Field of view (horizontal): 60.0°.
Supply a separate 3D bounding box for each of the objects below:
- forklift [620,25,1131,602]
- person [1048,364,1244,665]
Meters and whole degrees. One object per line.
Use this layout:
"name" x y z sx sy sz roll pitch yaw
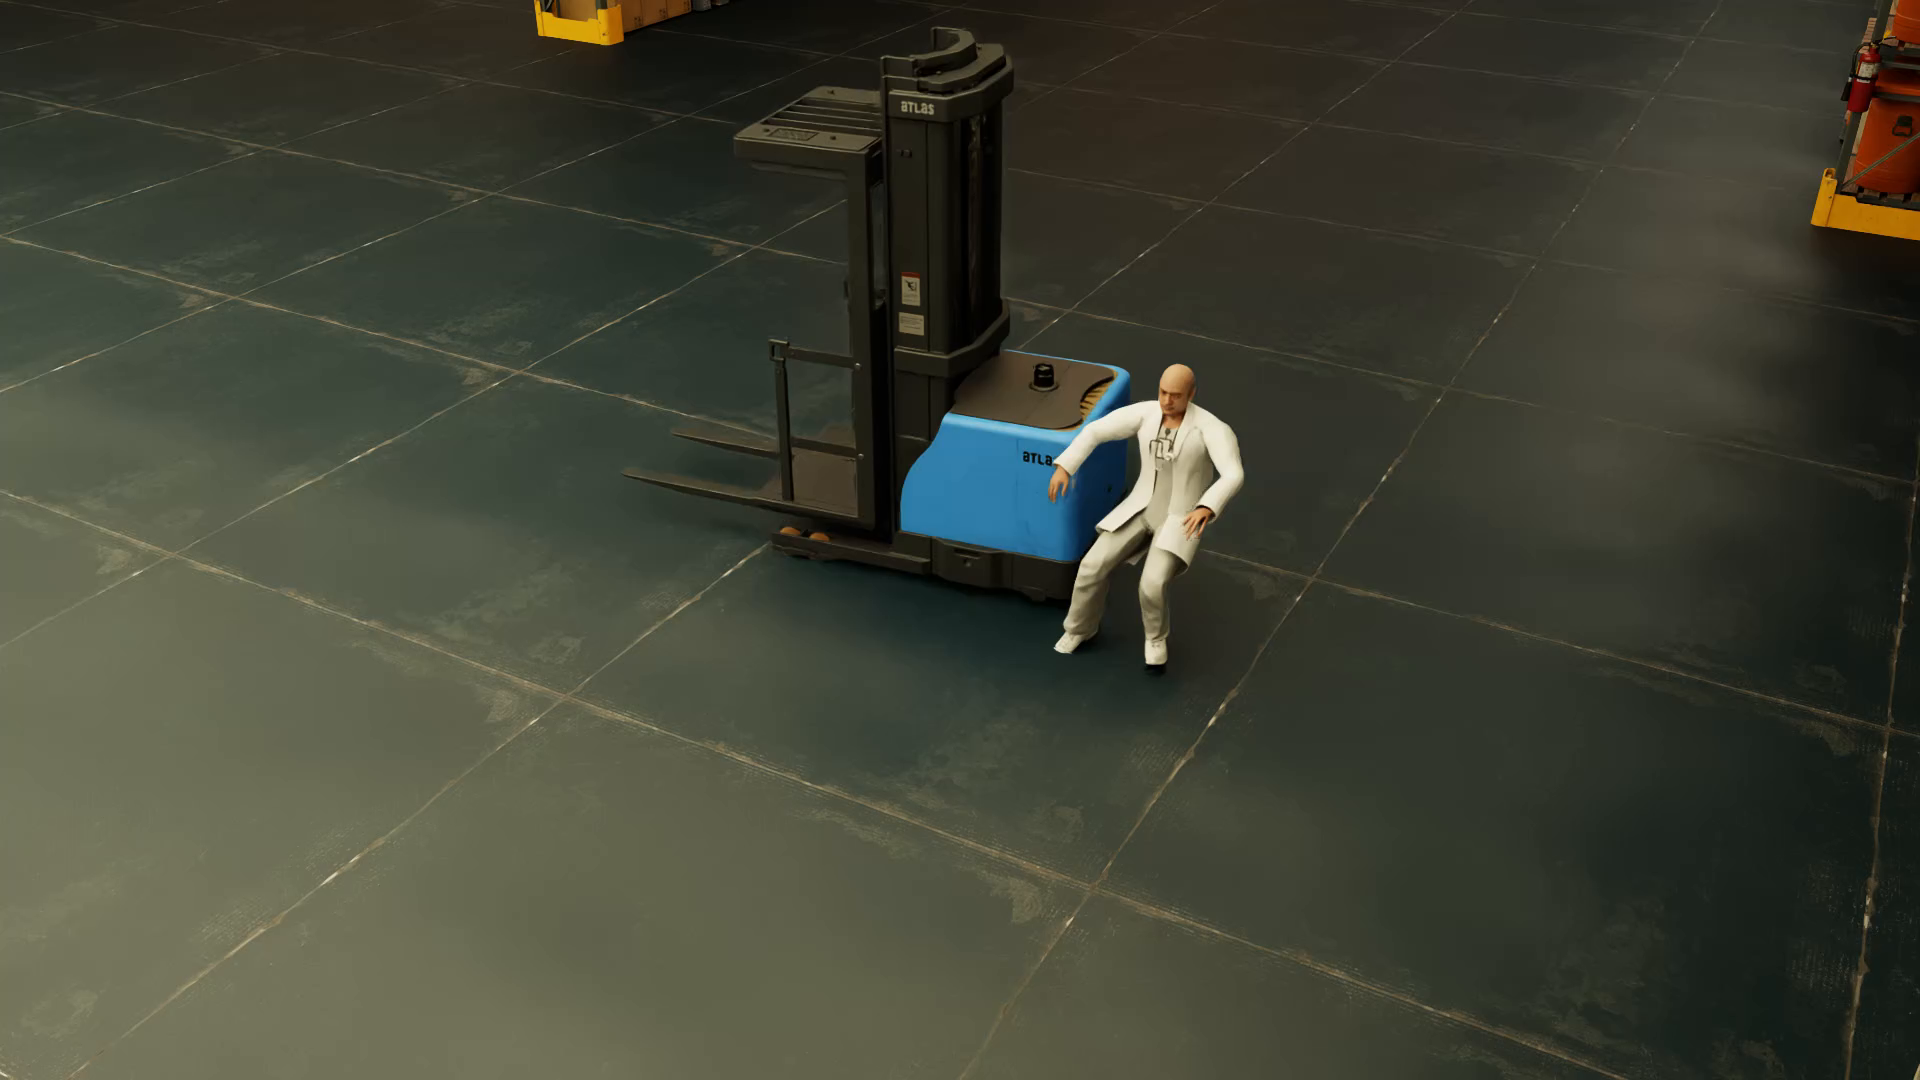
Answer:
"forklift" -0.575 -1.376 9.454 3.031 2.935 1.130 11 32 18
"person" 0.959 -0.095 8.673 0.990 1.633 0.730 16 34 26
